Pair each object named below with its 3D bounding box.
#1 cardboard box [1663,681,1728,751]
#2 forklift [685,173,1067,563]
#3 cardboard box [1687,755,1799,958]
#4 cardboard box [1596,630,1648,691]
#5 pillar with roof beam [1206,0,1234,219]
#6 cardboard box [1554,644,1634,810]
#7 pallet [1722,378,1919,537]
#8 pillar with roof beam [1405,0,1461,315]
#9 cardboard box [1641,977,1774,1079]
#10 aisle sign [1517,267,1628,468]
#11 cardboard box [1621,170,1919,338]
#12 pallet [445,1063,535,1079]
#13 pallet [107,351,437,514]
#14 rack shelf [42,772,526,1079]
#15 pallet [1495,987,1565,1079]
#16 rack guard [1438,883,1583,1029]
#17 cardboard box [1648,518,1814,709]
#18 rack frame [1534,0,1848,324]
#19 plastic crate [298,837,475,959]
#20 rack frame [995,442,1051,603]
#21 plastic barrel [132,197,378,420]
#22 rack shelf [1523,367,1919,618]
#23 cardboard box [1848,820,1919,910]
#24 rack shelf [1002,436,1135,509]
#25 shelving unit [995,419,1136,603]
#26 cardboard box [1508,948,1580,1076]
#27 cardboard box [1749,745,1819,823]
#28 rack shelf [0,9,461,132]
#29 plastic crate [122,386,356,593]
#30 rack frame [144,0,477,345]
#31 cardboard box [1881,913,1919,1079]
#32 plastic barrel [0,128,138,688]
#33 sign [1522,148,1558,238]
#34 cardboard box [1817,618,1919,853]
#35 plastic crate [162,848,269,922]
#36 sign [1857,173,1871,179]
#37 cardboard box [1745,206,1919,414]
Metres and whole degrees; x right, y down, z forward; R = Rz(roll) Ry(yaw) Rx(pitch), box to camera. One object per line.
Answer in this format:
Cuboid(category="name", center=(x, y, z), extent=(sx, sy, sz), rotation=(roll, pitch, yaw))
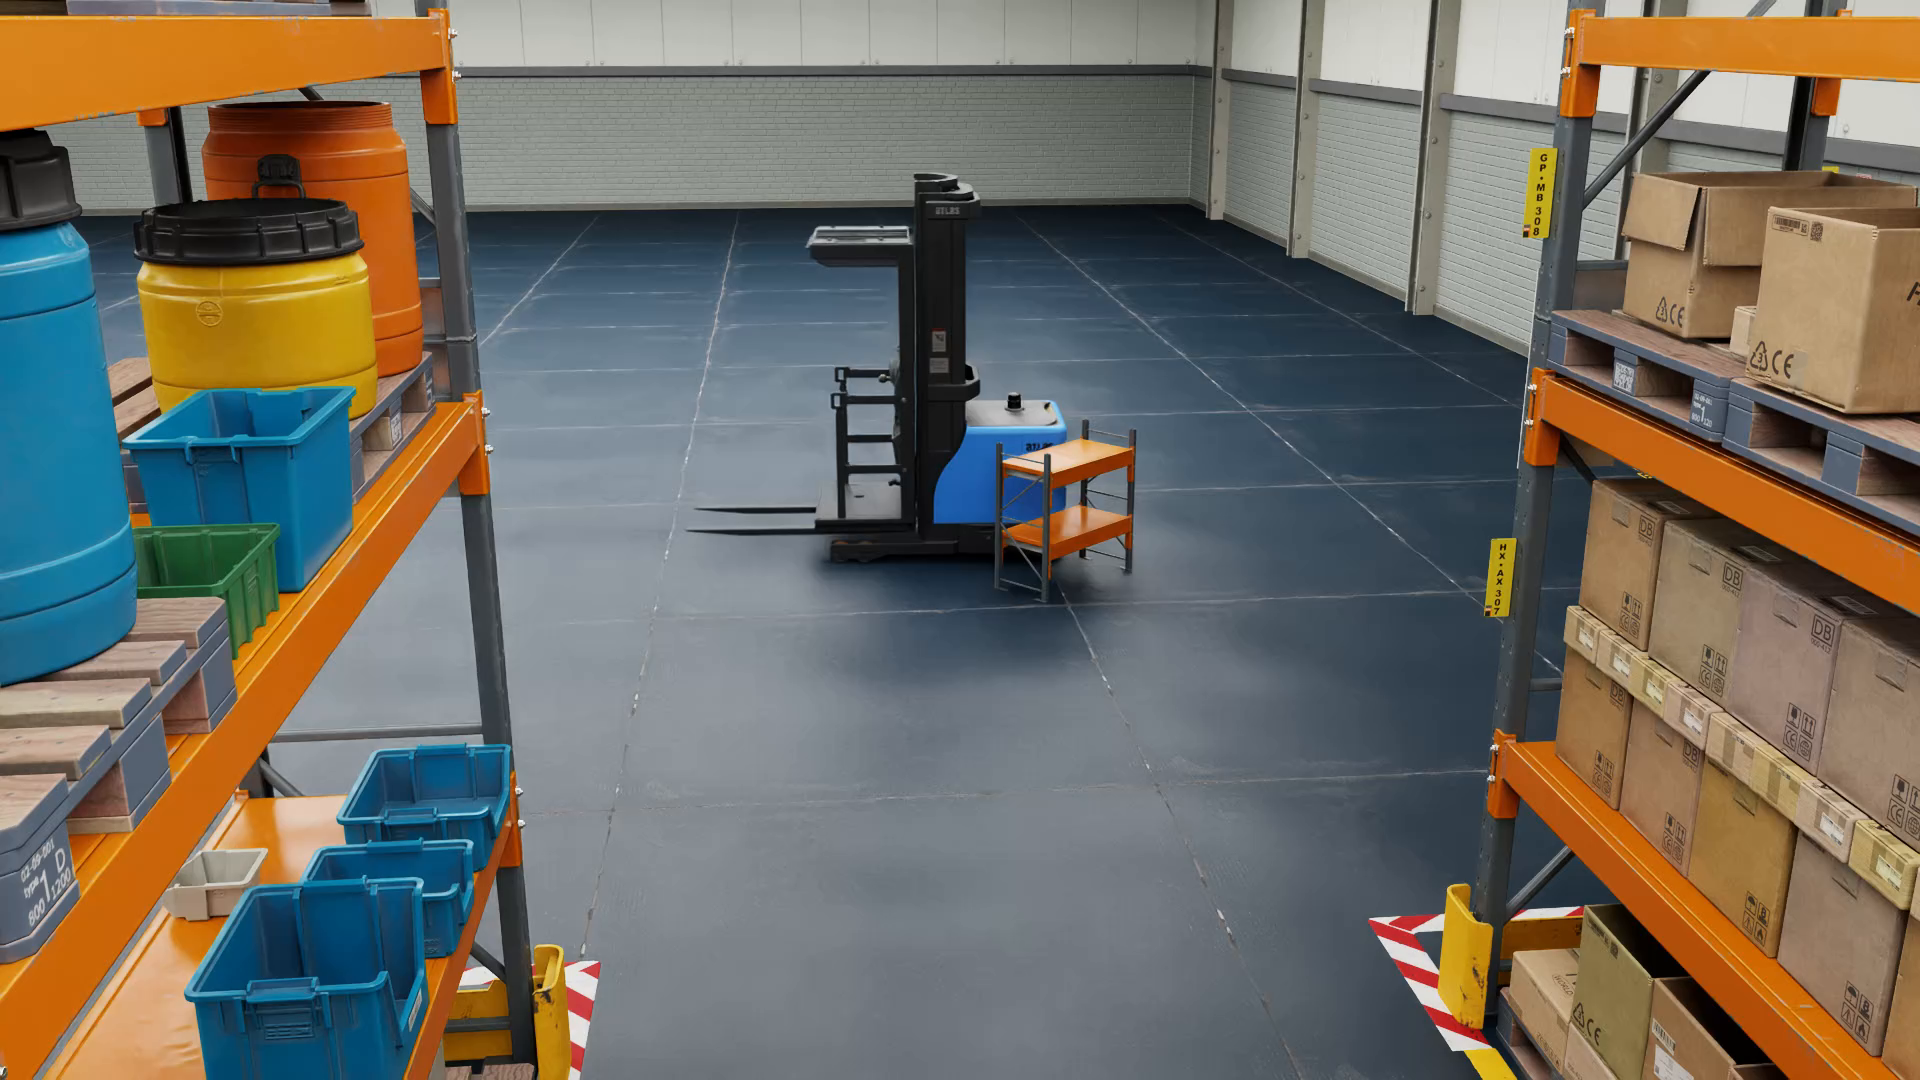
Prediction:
Cuboid(category="cardboard box", center=(2.605, 0.581, 5.569), extent=(0.380, 0.149, 0.250), rotation=(-2, 18, -6))
Cuboid(category="forklift", center=(-0.682, -1.381, 13.183), extent=(3.031, 2.935, 1.130), rotation=(-1, 17, -2))
Cuboid(category="cardboard box", center=(2.840, 0.982, 5.373), extent=(0.700, 0.500, 0.500), rotation=(-2, 18, -5))
Cuboid(category="cardboard box", center=(2.557, 0.431, 6.046), extent=(0.380, 0.149, 0.250), rotation=(-2, 18, -7))
Cuboid(category="pillar with roof beam", center=(1.184, -11.053, 33.861), extent=(9.100, 9.000, 0.400), rotation=(-2, 18, -6))
Cuboid(category="cardboard box", center=(2.736, 0.678, 6.343), extent=(0.700, 0.500, 0.500), rotation=(-2, 18, -6))
Cuboid(category="pallet", center=(2.877, -0.227, 4.532), extent=(1.003, 0.211, 1.213), rotation=(-2, 18, -6))
Cuboid(category="pillar with roof beam", center=(2.421, -7.478, 22.473), extent=(9.100, 9.000, 0.400), rotation=(-2, 18, -6))
Cuboid(category="cardboard box", center=(2.652, 1.804, 5.560), extent=(0.500, 0.500, 0.500), rotation=(-2, 18, -6))
Cuboid(category="aisle sign", center=(2.389, -0.664, 6.445), extent=(0.394, 0.787, 0.004), rotation=(-2, 18, -6))
Cuboid(category="cardboard box", center=(2.756, -0.990, 5.707), extent=(0.797, 0.503, 0.637), rotation=(-1, 17, -2))
Cuboid(category="pallet", center=(-2.094, 2.332, 5.897), extent=(1.003, 0.211, 1.213), rotation=(-2, 18, -6))
Cuboid(category="pallet", center=(-2.239, -0.353, 5.102), extent=(1.003, 0.211, 1.213), rotation=(-2, 18, -6))
Cuboid(category="rack shelf", center=(-2.020, 1.677, 4.528), extent=(1.077, 0.370, 4.000), rotation=(-2, 18, -6))
Cuboid(category="pallet", center=(2.821, 2.143, 6.498), extent=(1.003, 0.211, 1.213), rotation=(-2, 18, -6))
Cuboid(category="rack guard", center=(2.698, 1.772, 7.199), extent=(1.175, 0.500, 0.348), rotation=(-2, 18, -6))
Cuboid(category="cardboard box", center=(2.801, 0.231, 5.599), extent=(0.700, 0.500, 0.500), rotation=(-2, 18, -7))
Cuboid(category="rack frame", center=(2.701, -2.276, 5.903), extent=(1.000, 3.000, 0.127), rotation=(-2, 18, -6))
Cuboid(category="plastic crate", center=(-1.816, 1.143, 5.278), extent=(0.499, 0.251, 0.408), rotation=(-2, 18, -6))
Cuboid(category="rack frame", center=(0.457, -0.127, 12.203), extent=(0.500, 1.125, 0.032), rotation=(15, 23, 40))
Cuboid(category="plastic barrel", center=(-1.983, -0.647, 4.708), extent=(0.600, 0.588, 0.600), rotation=(0, 17, 0))
Cuboid(category="rack shelf", center=(2.907, 0.094, 4.562), extent=(1.077, 0.370, 4.000), rotation=(-2, 18, -6))
Cuboid(category="cardboard box", center=(2.712, 0.889, 4.588), extent=(0.380, 0.149, 0.250), rotation=(-1, 17, -4))
Cuboid(category="rack shelf", center=(0.800, -0.519, 12.474), extent=(0.538, 0.278, 1.000), rotation=(15, 23, 40))
Cuboid(category="shelving unit", center=(0.800, -0.239, 12.561), extent=(0.538, 1.125, 1.048), rotation=(15, 23, 40))
Cuboid(category="cardboard box", center=(2.535, 1.864, 6.620), extent=(0.500, 0.250, 0.500), rotation=(-2, 18, -6))
Cuboid(category="cardboard box", center=(2.662, 0.736, 5.074), extent=(0.380, 0.149, 0.250), rotation=(-2, 18, -6))
Cuboid(category="rack shelf", center=(-2.020, -0.994, 3.689), extent=(1.077, 0.370, 4.000), rotation=(-2, 18, -6))
Cuboid(category="plastic crate", center=(-1.731, -0.126, 4.091), extent=(0.392, 0.384, 0.575), rotation=(-2, 18, -6))
Cuboid(category="rack frame", center=(-2.227, -2.124, 5.419), extent=(1.000, 3.000, 0.127), rotation=(-2, 18, -6))
Cuboid(category="cardboard box", center=(2.952, 1.292, 4.388), extent=(0.700, 0.500, 0.500), rotation=(-2, 17, -5))
Cuboid(category="plastic barrel", center=(-1.810, -0.241, 2.890), extent=(0.600, 0.901, 0.708), rotation=(-2, 18, -6))
Cuboid(category="sign", center=(2.148, -1.284, 6.161), extent=(0.100, 0.325, 0.005), rotation=(-2, 18, -6))
Cuboid(category="cardboard box", center=(2.906, 0.531, 4.646), extent=(0.700, 0.500, 0.500), rotation=(-2, 18, -6))
Cuboid(category="plastic crate", center=(-2.454, 1.141, 5.476), extent=(0.298, 0.136, 0.250), rotation=(-2, 18, -6))
Cuboid(category="sign", center=(7.823, -3.023, 14.427), extent=(0.001, 0.298, 0.199), rotation=(-2, 18, -6))
Cuboid(category="cardboard box", center=(2.600, -0.656, 4.651), extent=(0.500, 0.500, 0.500), rotation=(-2, 18, -6))
